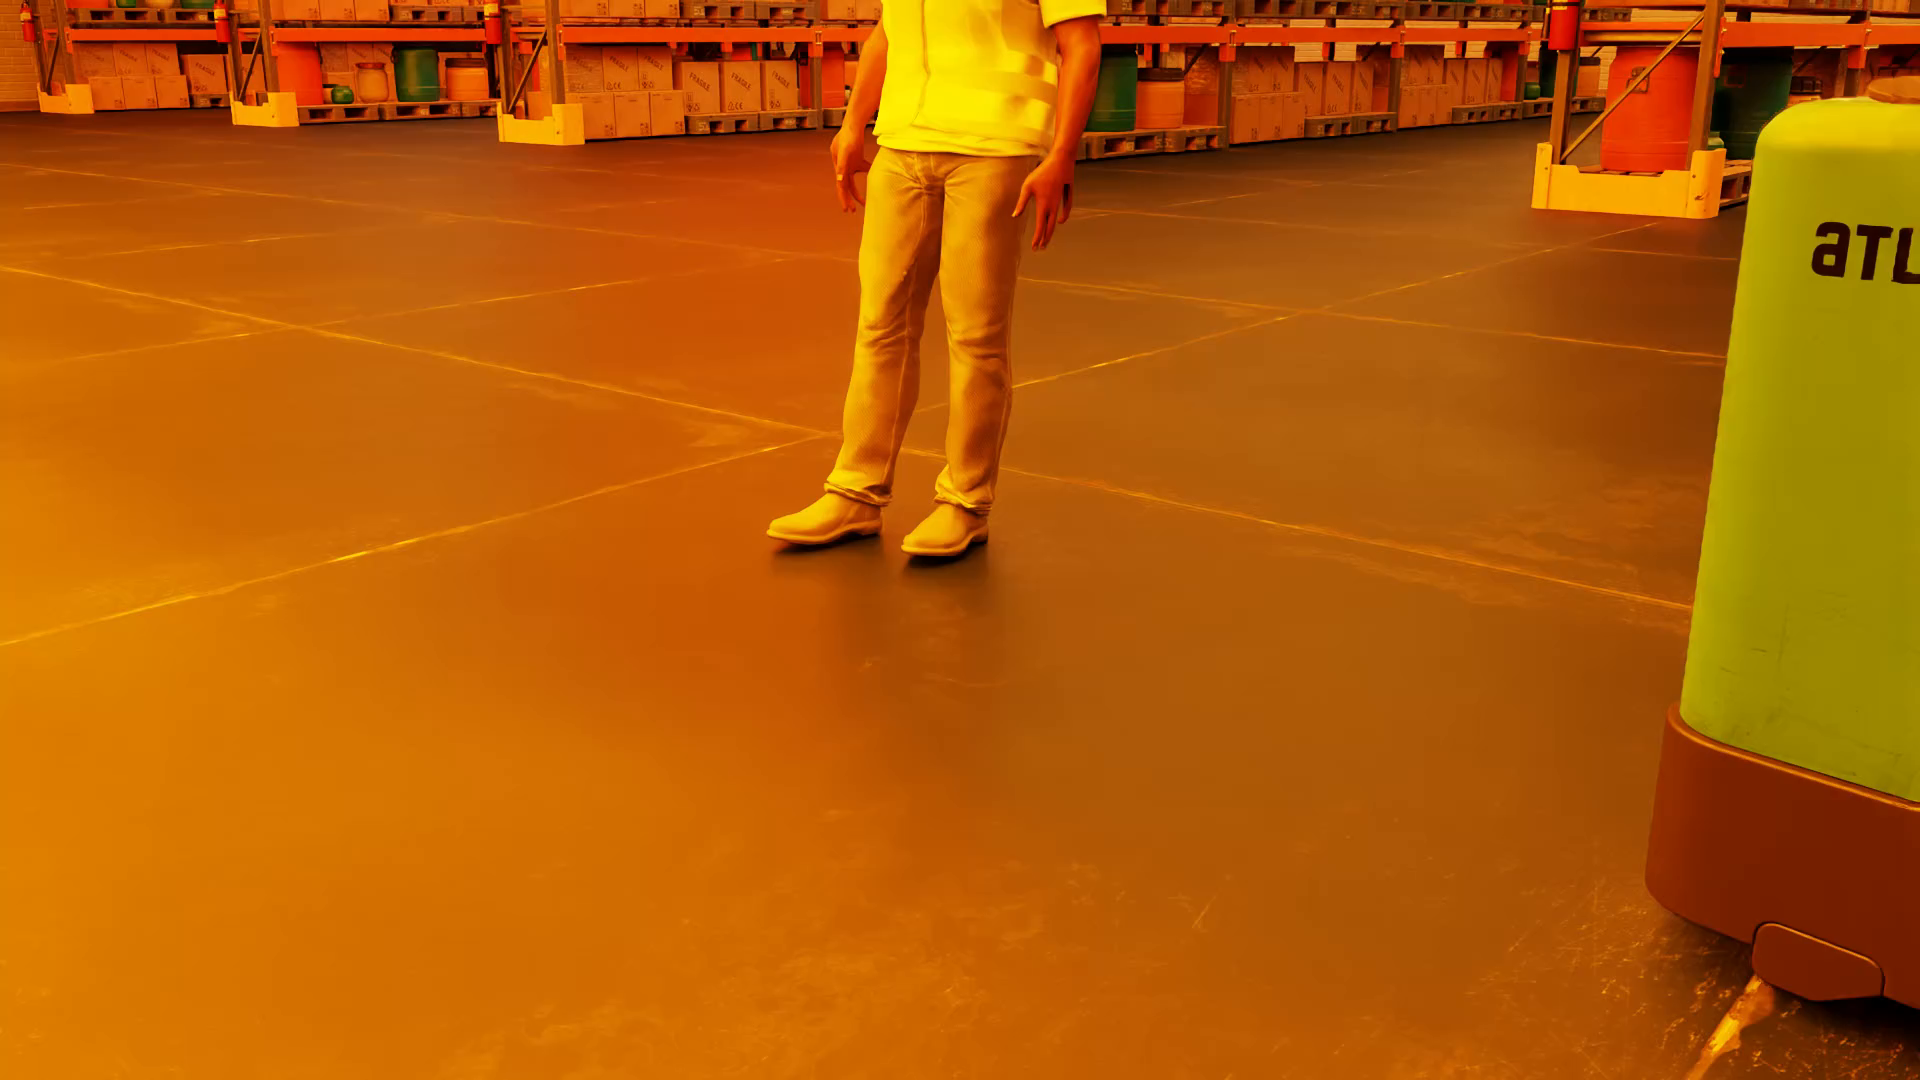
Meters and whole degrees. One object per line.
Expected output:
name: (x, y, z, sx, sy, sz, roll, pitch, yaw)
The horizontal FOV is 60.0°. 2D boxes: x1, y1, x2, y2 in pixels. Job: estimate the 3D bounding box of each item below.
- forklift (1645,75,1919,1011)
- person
forklift: (2.255, -0.645, 1.022, 1.130, 2.935, 3.031, -14, 22, -39)
person: (-0.049, -0.837, 3.635, 0.666, 1.768, 0.575, 13, 21, 37)
